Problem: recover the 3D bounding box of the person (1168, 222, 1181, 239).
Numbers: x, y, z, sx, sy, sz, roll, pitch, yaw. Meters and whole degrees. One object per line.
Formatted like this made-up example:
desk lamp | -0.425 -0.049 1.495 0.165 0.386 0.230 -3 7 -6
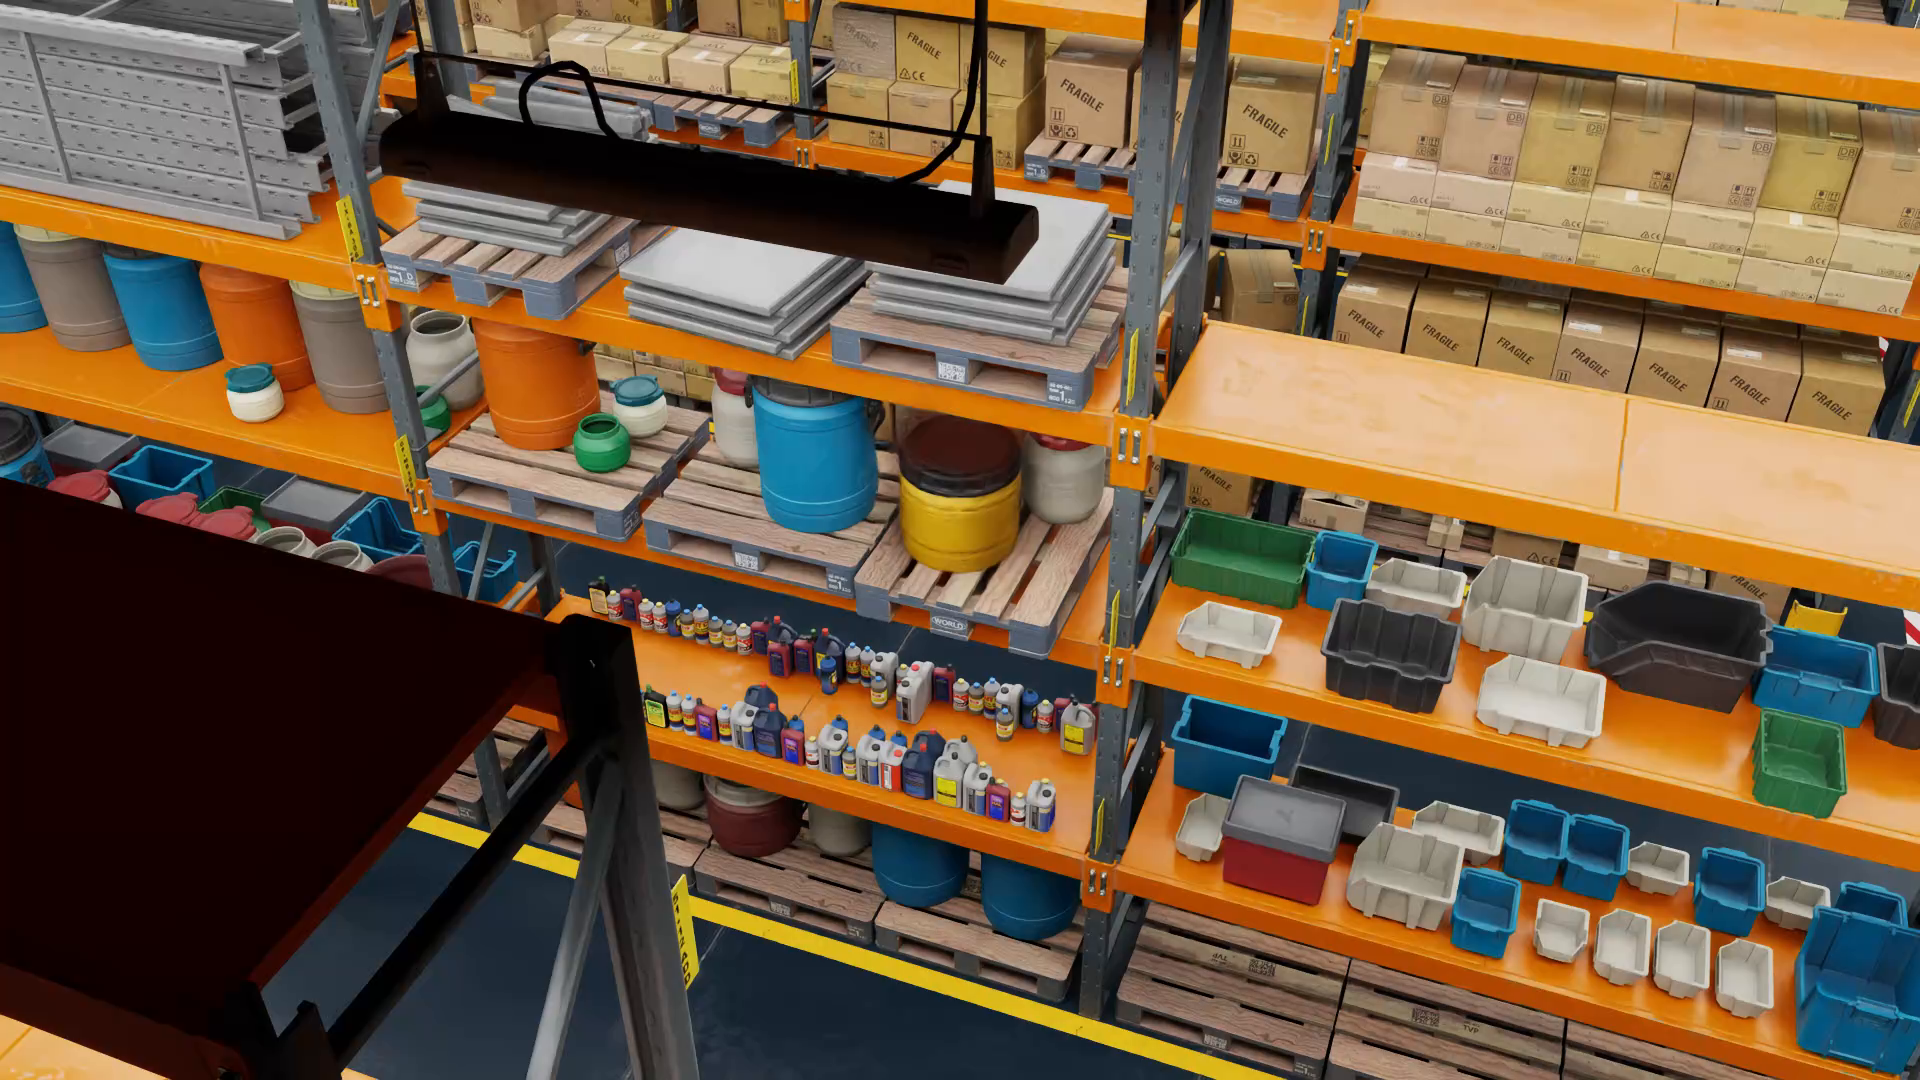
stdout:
person | 1.979 -2.543 15.447 1.009 1.607 0.451 4 37 6
